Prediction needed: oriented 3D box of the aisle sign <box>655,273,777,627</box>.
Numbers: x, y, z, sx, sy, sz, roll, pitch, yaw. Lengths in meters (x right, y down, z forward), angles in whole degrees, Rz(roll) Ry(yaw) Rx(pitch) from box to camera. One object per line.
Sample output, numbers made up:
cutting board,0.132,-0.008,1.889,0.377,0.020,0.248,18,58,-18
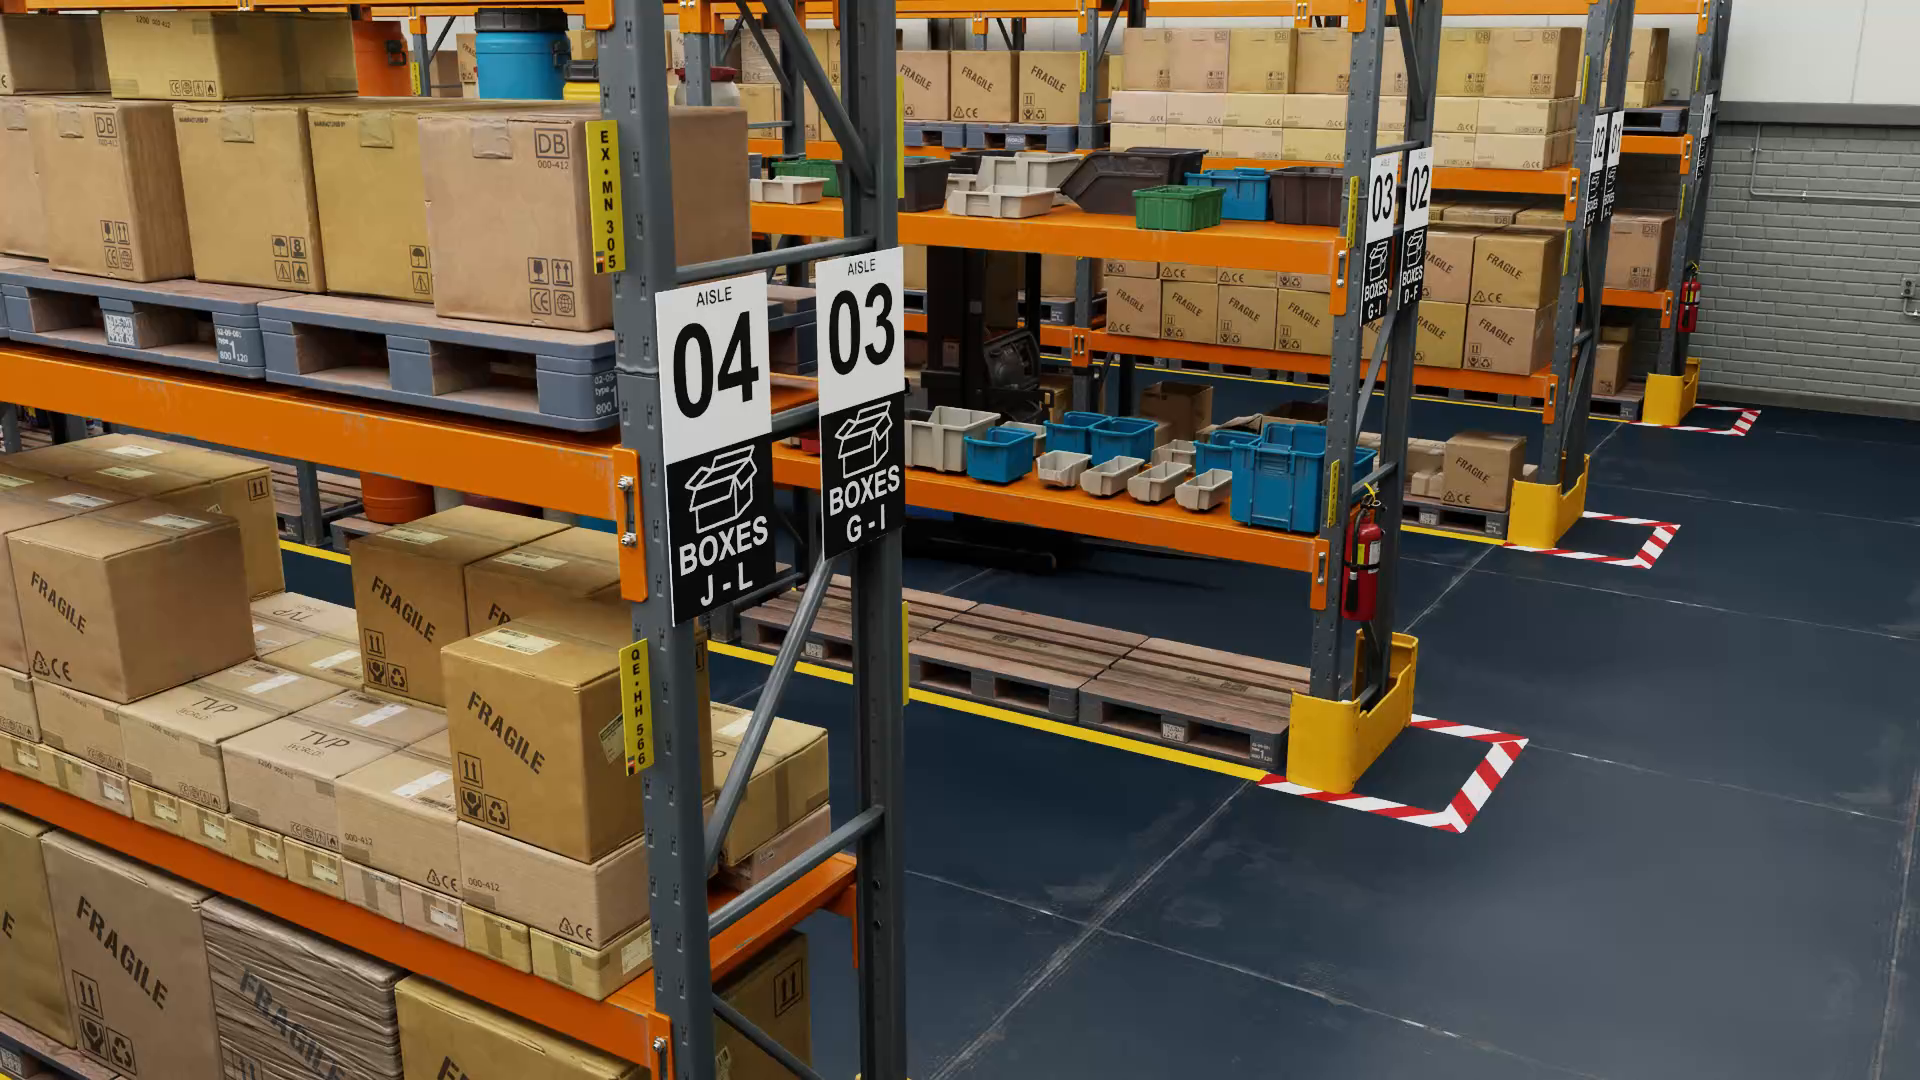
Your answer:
aisle sign,-0.573,-0.221,3.975,0.004,0.787,0.394,10,20,30

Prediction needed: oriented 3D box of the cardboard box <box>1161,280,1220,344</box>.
cardboard box,2.031,-1.949,13.966,0.500,0.500,0.500,11,20,31

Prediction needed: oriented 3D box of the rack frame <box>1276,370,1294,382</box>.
rack frame,3.891,-3.351,18.752,0.127,3.000,1.000,10,20,30

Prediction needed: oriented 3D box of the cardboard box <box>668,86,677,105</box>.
cardboard box,-2.523,-4.352,16.420,0.500,0.250,0.500,9,19,26

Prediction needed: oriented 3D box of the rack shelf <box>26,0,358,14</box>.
rack shelf,-6.407,-4.145,12.970,4.000,0.370,1.077,10,20,30

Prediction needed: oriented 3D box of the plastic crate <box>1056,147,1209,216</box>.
plastic crate,0.956,-1.995,9.234,0.767,0.338,0.504,10,20,30

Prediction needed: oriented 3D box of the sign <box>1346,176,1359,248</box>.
sign,1.840,-1.535,7.794,0.005,0.325,0.100,10,20,30

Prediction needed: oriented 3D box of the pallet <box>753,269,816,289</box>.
pallet,-1.493,-2.555,16.460,1.003,0.211,1.213,10,20,30

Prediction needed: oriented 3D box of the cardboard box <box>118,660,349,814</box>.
cardboard box,-2.341,0.626,5.405,0.500,0.250,0.500,10,20,30

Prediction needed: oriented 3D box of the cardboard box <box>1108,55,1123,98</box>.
cardboard box,1.869,-5.439,19.535,0.500,0.500,0.700,11,20,33

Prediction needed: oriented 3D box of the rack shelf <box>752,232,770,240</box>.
rack shelf,-1.222,-3.919,21.861,4.000,0.370,1.077,10,20,30

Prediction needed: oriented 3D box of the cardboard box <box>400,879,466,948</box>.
cardboard box,-1.390,1.008,4.836,0.250,0.149,0.380,10,20,30

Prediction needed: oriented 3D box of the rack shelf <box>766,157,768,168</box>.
rack shelf,-3.811,-4.127,17.384,4.000,0.370,1.077,10,20,30

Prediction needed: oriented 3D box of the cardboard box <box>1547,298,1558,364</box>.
cardboard box,4.470,-1.696,13.131,0.500,0.500,0.500,11,20,31

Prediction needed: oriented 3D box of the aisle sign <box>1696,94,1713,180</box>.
aisle sign,7.203,-3.901,16.091,0.004,0.787,0.394,10,20,30

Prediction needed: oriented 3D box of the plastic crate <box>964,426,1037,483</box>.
plastic crate,0.230,-0.486,9.507,0.300,0.233,0.416,10,20,30

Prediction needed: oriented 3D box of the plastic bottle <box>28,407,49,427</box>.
plastic bottle,-8.657,-1.247,15.627,0.185,0.351,0.144,10,20,30

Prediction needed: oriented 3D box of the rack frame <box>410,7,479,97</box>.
rack frame,-5.516,-6.211,17.845,0.127,3.000,1.000,10,20,30

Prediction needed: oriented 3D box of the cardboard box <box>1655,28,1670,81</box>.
cardboard box,6.803,-4.885,16.713,0.500,0.500,0.500,9,19,28

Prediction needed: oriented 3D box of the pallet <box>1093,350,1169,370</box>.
pallet,2.150,-2.301,20.093,1.213,0.211,1.003,10,20,30

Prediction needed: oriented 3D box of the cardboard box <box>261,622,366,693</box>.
cardboard box,-2.066,0.494,5.839,0.500,0.250,0.500,10,19,29

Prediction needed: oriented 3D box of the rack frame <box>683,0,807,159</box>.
rack frame,-1.294,-3.768,9.803,0.127,3.000,1.000,10,20,30

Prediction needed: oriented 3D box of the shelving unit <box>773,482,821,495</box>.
shelving unit,-1.347,-0.701,13.255,1.048,1.125,0.538,8,18,24

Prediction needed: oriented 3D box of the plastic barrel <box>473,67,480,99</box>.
plastic barrel,-3.113,-2.975,11.396,0.433,0.535,0.433,0,17,0

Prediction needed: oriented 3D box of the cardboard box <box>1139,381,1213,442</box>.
cardboard box,1.935,-1.122,14.957,0.500,0.500,0.500,10,20,30

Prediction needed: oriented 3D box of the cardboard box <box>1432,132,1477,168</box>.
cardboard box,3.714,-2.970,12.596,0.500,0.250,0.500,10,20,30

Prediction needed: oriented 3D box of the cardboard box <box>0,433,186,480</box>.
cardboard box,-3.355,-0.096,6.494,0.500,0.500,0.500,11,20,32

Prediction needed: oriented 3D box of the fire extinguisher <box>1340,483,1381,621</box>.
fire extinguisher,2.005,0.062,8.291,0.183,0.674,0.296,10,20,30

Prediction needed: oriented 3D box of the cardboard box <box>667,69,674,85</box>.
cardboard box,-3.910,-6.156,22.620,0.500,0.500,0.500,8,19,25

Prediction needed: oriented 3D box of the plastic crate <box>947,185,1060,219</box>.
plastic crate,0.224,-1.851,9.106,0.530,0.136,0.437,10,20,30

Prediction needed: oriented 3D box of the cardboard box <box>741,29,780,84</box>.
cardboard box,-1.739,-4.626,15.895,0.500,0.500,0.500,10,20,30

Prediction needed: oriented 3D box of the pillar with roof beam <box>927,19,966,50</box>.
pillar with roof beam,-2.426,-6.176,17.729,0.400,9.000,9.100,10,20,30

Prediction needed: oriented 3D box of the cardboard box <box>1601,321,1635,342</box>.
cardboard box,6.861,-2.170,17.327,0.250,0.149,0.380,10,20,30

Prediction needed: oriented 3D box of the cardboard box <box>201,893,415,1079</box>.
cardboard box,-1.840,1.537,5.592,0.875,0.875,0.875,10,20,30

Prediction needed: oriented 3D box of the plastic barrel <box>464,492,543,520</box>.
plastic barrel,-3.315,-0.311,12.170,0.708,0.588,0.600,10,20,30

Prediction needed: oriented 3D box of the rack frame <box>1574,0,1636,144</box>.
rack frame,4.710,-4.386,11.836,0.127,3.000,1.000,10,20,30

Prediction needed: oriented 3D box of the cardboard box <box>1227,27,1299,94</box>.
cardboard box,2.517,-3.835,13.292,0.500,0.500,0.700,10,20,30

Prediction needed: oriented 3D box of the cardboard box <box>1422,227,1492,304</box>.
cardboard box,3.756,-2.118,12.800,0.500,0.500,0.500,11,20,32

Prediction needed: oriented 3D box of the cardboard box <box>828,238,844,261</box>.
cardboard box,-0.832,-2.727,15.802,0.500,0.500,0.700,15,22,40

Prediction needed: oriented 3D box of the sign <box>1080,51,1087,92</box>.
sign,1.014,-3.857,13.689,0.005,0.325,0.100,10,20,30

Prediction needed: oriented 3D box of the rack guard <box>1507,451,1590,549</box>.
rack guard,4.645,-0.331,13.110,0.348,0.500,1.175,10,20,30

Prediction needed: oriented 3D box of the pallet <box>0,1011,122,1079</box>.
pallet,-3.279,1.799,6.597,1.213,0.211,1.003,10,20,30

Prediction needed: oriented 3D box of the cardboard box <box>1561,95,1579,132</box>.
cardboard box,4.408,-3.260,12.691,0.500,0.250,0.500,10,20,30

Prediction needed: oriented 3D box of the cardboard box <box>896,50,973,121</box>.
cardboard box,-0.227,-4.153,15.163,0.600,0.600,0.600,9,19,28

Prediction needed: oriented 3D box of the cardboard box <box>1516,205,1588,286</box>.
cardboard box,6.233,-3.069,17.308,0.700,0.700,0.980,10,20,30

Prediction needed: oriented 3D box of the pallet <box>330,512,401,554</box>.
pallet,-4.009,-0.062,12.722,1.213,0.211,1.003,10,20,30

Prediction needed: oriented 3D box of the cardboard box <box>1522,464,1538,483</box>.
cardboard box,4.533,-0.510,13.549,0.250,0.149,0.380,10,20,30

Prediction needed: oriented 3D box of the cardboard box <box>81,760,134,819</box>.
cardboard box,-2.704,0.774,5.605,0.250,0.149,0.380,10,20,31

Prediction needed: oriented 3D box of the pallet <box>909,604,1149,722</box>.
pallet,0.396,0.724,10.133,1.213,0.211,1.003,10,20,30

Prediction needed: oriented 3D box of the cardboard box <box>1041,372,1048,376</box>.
cardboard box,0.556,-1.350,15.710,0.500,0.500,0.500,10,20,31

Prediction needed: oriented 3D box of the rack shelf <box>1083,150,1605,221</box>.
rack shelf,3.006,-2.910,13.379,4.000,0.370,1.077,10,20,30

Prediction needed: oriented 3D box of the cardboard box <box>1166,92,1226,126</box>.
cardboard box,2.013,-3.515,13.530,0.500,0.250,0.500,10,20,30

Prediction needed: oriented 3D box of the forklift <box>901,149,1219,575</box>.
forklift,0.571,-1.325,12.201,3.031,2.935,1.130,8,19,24

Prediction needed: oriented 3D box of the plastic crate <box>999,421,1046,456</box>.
plastic crate,0.347,-0.610,10.077,0.466,0.136,0.293,10,20,30
